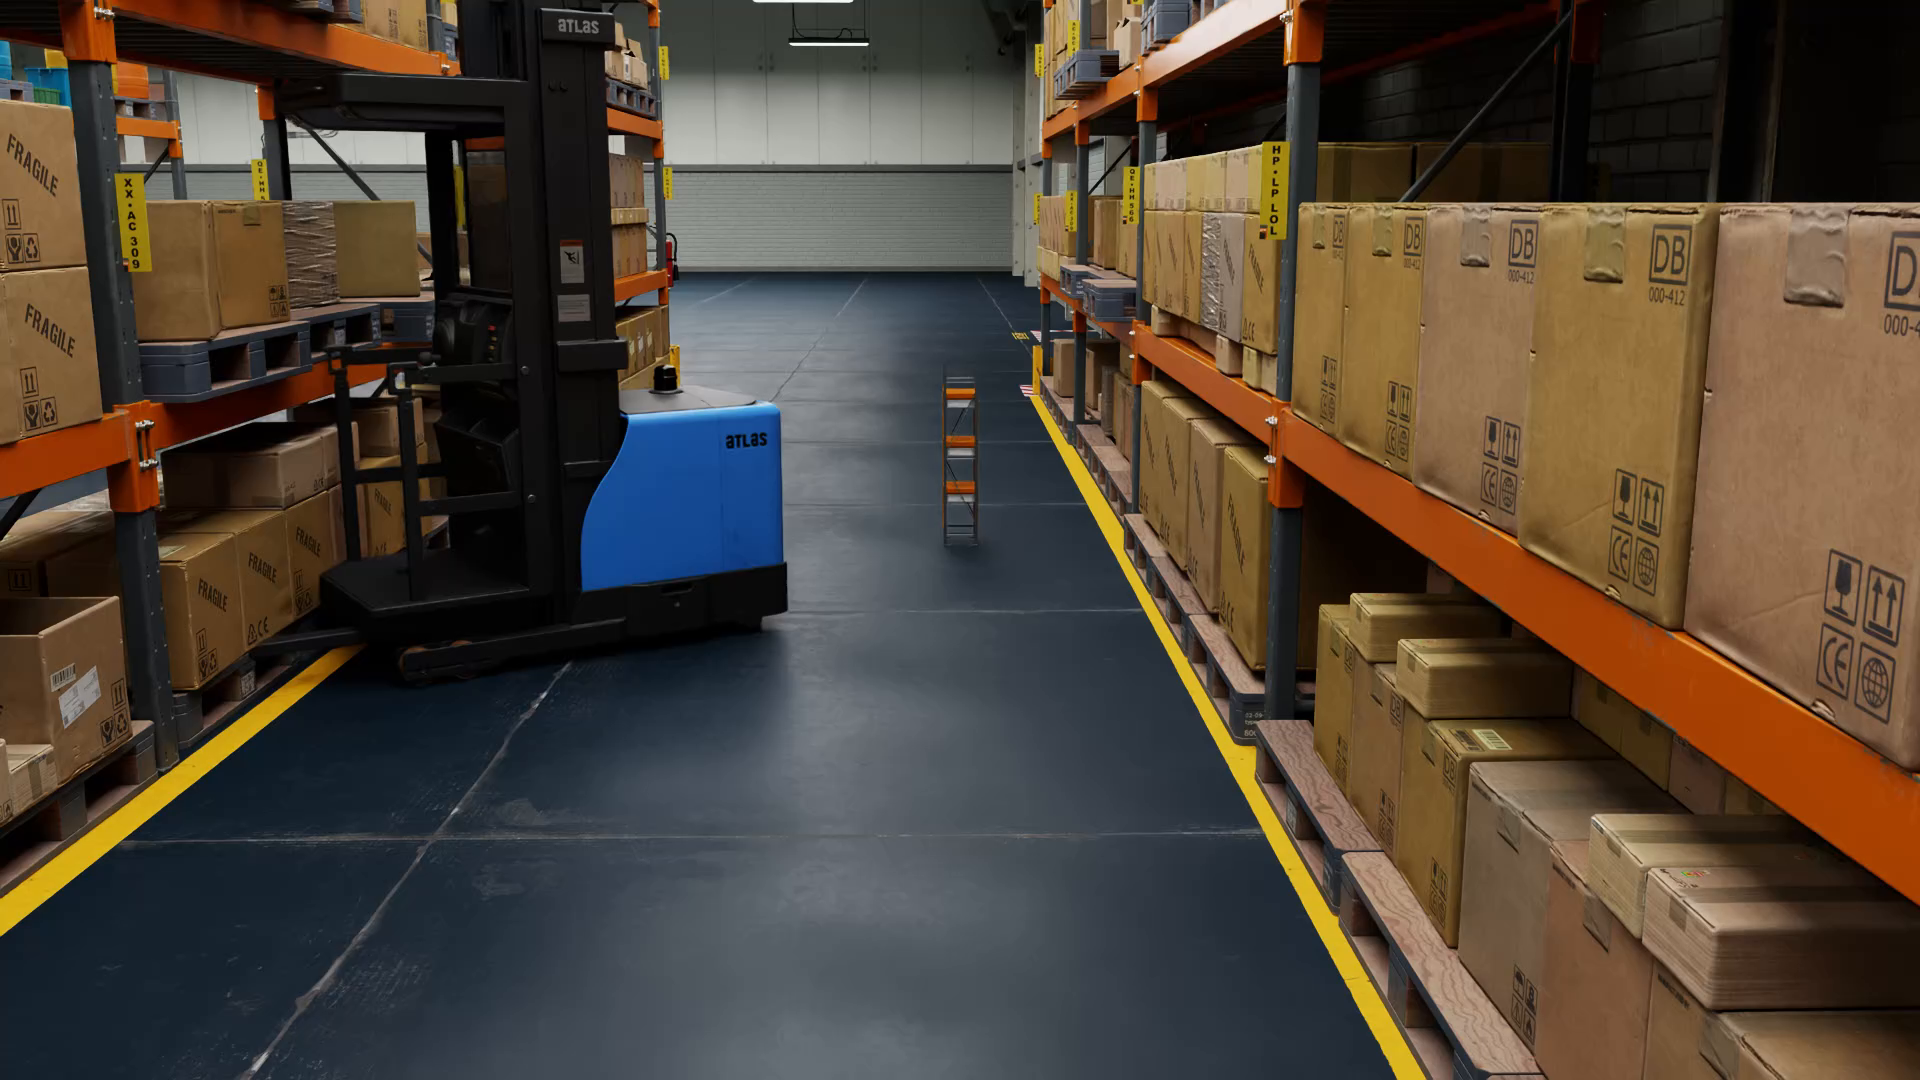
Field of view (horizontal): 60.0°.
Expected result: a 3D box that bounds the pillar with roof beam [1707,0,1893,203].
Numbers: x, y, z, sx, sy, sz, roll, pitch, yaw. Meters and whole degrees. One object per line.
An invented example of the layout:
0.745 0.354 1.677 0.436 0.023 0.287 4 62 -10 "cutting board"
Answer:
-1.809 -3.451 4.435 9.100 9.000 0.400 0 11 -1 "pillar with roof beam"

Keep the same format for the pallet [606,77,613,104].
-3.546 -3.829 14.067 1.003 0.211 1.213 0 11 -1 "pallet"

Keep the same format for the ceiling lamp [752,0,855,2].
-3.064 -12.078 32.281 2.000 3.185 0.800 0 11 -1 "ceiling lamp"

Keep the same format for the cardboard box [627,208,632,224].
-3.366 -3.115 15.985 0.380 0.149 0.250 0 11 1 "cardboard box"

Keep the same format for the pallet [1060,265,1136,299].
1.321 -2.007 12.892 1.003 0.211 1.213 0 11 -1 "pallet"

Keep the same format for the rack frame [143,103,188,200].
-8.537 -3.008 17.344 1.000 3.000 0.127 0 11 -1 "rack frame"

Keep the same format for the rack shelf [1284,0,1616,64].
1.657 -1.384 3.600 1.077 0.370 4.000 0 11 -1 "rack shelf"

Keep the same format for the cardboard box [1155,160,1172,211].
1.296 -1.833 8.613 0.500 0.250 0.500 0 11 -2 "cardboard box"

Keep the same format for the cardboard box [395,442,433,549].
-3.166 -0.243 8.895 0.500 0.500 0.500 0 11 1 "cardboard box"

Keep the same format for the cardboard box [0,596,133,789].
-3.042 0.479 5.335 0.500 0.500 0.500 0 11 -1 "cardboard box"

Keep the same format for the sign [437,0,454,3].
-2.877 -3.163 9.261 0.100 0.325 0.005 0 11 -1 "sign"

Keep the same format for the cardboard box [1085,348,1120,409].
1.389 -1.451 14.846 0.500 0.500 0.500 -1 12 -5 "cardboard box"

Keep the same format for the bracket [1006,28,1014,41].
1.334 -12.985 42.378 0.076 0.066 4.783 0 11 -1 "bracket"

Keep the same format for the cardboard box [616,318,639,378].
-3.220 -1.751 15.119 0.500 0.500 0.500 0 11 -1 "cardboard box"

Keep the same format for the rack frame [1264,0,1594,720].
1.616 -0.664 5.787 1.000 3.000 0.127 0 11 -1 "rack frame"

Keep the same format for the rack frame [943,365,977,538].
-0.001 -0.528 10.022 0.200 1.050 0.008 0 11 -1 "rack frame"

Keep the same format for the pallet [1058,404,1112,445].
1.401 -1.021 14.560 1.003 0.211 1.213 0 11 -1 "pallet"

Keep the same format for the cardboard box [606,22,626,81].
-3.410 -4.356 14.773 0.797 0.503 0.637 1 12 5 "cardboard box"

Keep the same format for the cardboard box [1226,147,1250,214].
1.349 -1.429 6.624 0.500 0.250 0.500 0 11 0 "cardboard box"

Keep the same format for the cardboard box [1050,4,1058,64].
1.114 -4.789 15.758 0.500 0.500 0.500 0 11 0 "cardboard box"

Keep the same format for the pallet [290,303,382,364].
-3.375 -0.957 7.716 1.003 0.211 1.213 0 11 -1 "pallet"

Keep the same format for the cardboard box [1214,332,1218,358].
1.343 -0.869 7.381 0.380 0.149 0.250 -1 11 -3 "cardboard box"

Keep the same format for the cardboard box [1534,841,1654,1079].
1.573 0.912 3.248 0.700 0.500 0.500 0 11 -1 "cardboard box"

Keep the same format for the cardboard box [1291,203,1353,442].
1.610 -0.703 5.225 0.980 0.700 0.700 0 11 0 "cardboard box"

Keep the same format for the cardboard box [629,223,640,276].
-3.572 -2.880 16.458 0.700 0.500 0.500 0 11 0 "cardboard box"

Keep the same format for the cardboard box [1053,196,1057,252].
1.116 -2.850 15.003 0.500 0.500 0.500 -1 11 -3 "cardboard box"

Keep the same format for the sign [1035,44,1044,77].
0.825 -4.945 17.148 0.100 0.325 0.005 0 11 -1 "sign"

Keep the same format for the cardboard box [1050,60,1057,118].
1.115 -4.300 15.866 0.500 0.500 0.500 0 11 1 "cardboard box"

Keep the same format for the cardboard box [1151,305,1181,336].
1.225 -1.176 8.892 0.380 0.149 0.250 0 11 1 "cardboard box"

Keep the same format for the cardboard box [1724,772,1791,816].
1.770 0.568 3.317 0.380 0.149 0.250 0 11 -1 "cardboard box"

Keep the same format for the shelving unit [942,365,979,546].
0.001 -0.504 9.902 0.215 1.050 0.252 0 11 -1 "shelving unit"

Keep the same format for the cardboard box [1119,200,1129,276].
1.465 -2.064 11.333 0.700 0.500 0.500 0 11 -1 "cardboard box"

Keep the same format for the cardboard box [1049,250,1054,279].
1.098 -2.582 15.570 0.500 0.250 0.500 0 11 -1 "cardboard box"

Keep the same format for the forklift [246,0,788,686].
-2.337 -0.938 7.308 3.031 2.935 1.130 -8 14 -34 "forklift"

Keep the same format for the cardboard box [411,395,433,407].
-3.694 -0.777 10.795 0.500 0.311 0.500 0 11 -2 "cardboard box"

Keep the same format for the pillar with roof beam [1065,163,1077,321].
-2.305 -8.221 27.950 9.100 9.000 0.400 0 11 -1 "pillar with roof beam"

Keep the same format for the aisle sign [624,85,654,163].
-3.293 -4.316 17.252 0.394 0.787 0.004 0 11 -1 "aisle sign"

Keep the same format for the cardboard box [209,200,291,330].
-3.201 -1.129 6.772 0.700 0.500 0.500 2 12 8 "cardboard box"

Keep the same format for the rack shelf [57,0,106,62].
-3.296 -1.363 3.496 1.077 0.370 4.000 0 11 -1 "rack shelf"

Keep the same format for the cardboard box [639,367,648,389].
-3.236 -1.483 15.683 0.500 0.250 0.500 0 11 -1 "cardboard box"

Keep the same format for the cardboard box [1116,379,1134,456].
1.513 -0.894 12.103 0.700 0.500 0.500 0 11 -1 "cardboard box"

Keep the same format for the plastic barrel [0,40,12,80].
-8.368 -4.333 14.012 0.600 0.901 0.708 0 11 -1 "plastic barrel"

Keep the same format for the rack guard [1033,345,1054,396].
1.369 -1.809 17.719 1.175 0.500 0.348 0 11 -1 "rack guard"

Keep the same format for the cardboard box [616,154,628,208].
-3.560 -3.405 15.783 0.700 0.500 0.500 0 11 -1 "cardboard box"

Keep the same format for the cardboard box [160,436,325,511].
-3.124 -0.297 7.272 0.500 0.250 0.500 0 11 -1 "cardboard box"

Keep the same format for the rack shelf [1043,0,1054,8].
1.409 -5.238 15.060 1.077 0.370 4.000 0 11 -1 "rack shelf"

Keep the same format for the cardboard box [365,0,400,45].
-3.366 -2.769 8.367 0.910 0.500 0.500 0 11 -1 "cardboard box"

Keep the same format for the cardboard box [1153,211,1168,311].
1.289 -1.462 8.670 0.500 0.500 0.500 0 11 1 "cardboard box"

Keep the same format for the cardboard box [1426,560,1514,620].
1.724 0.157 5.340 0.380 0.149 0.250 0 11 -1 "cardboard box"
